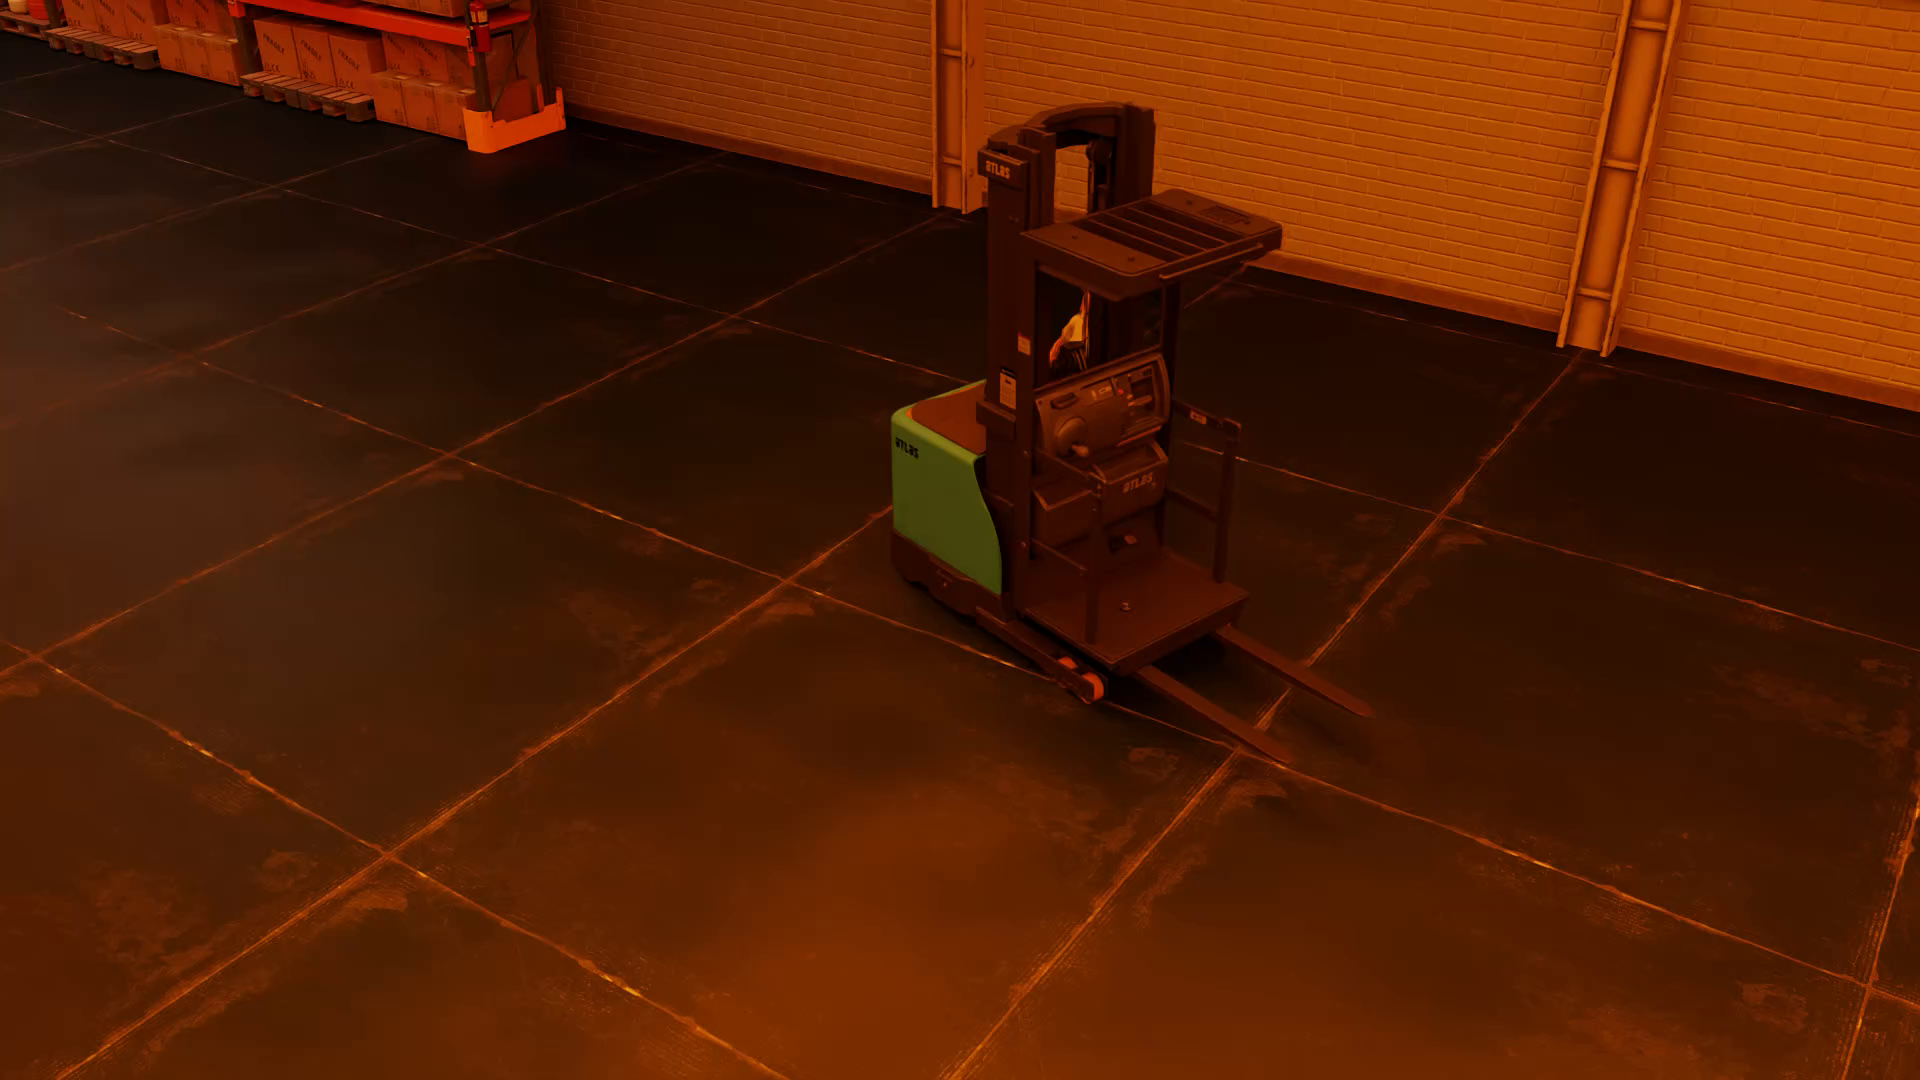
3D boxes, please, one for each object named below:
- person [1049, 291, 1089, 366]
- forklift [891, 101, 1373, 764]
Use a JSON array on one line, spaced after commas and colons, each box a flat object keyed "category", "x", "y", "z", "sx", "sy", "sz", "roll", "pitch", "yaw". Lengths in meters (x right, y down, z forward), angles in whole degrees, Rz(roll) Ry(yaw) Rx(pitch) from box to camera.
[{"category": "person", "x": 0.754, "y": -0.817, "z": 10.322, "sx": 0.531, "sy": 1.623, "sz": 0.787, "roll": -26, "pitch": 39, "yaw": -37}, {"category": "forklift", "x": 0.905, "y": -0.670, "z": 8.735, "sx": 1.130, "sy": 2.935, "sz": 3.031, "roll": -22, "pitch": 37, "yaw": -33}]
